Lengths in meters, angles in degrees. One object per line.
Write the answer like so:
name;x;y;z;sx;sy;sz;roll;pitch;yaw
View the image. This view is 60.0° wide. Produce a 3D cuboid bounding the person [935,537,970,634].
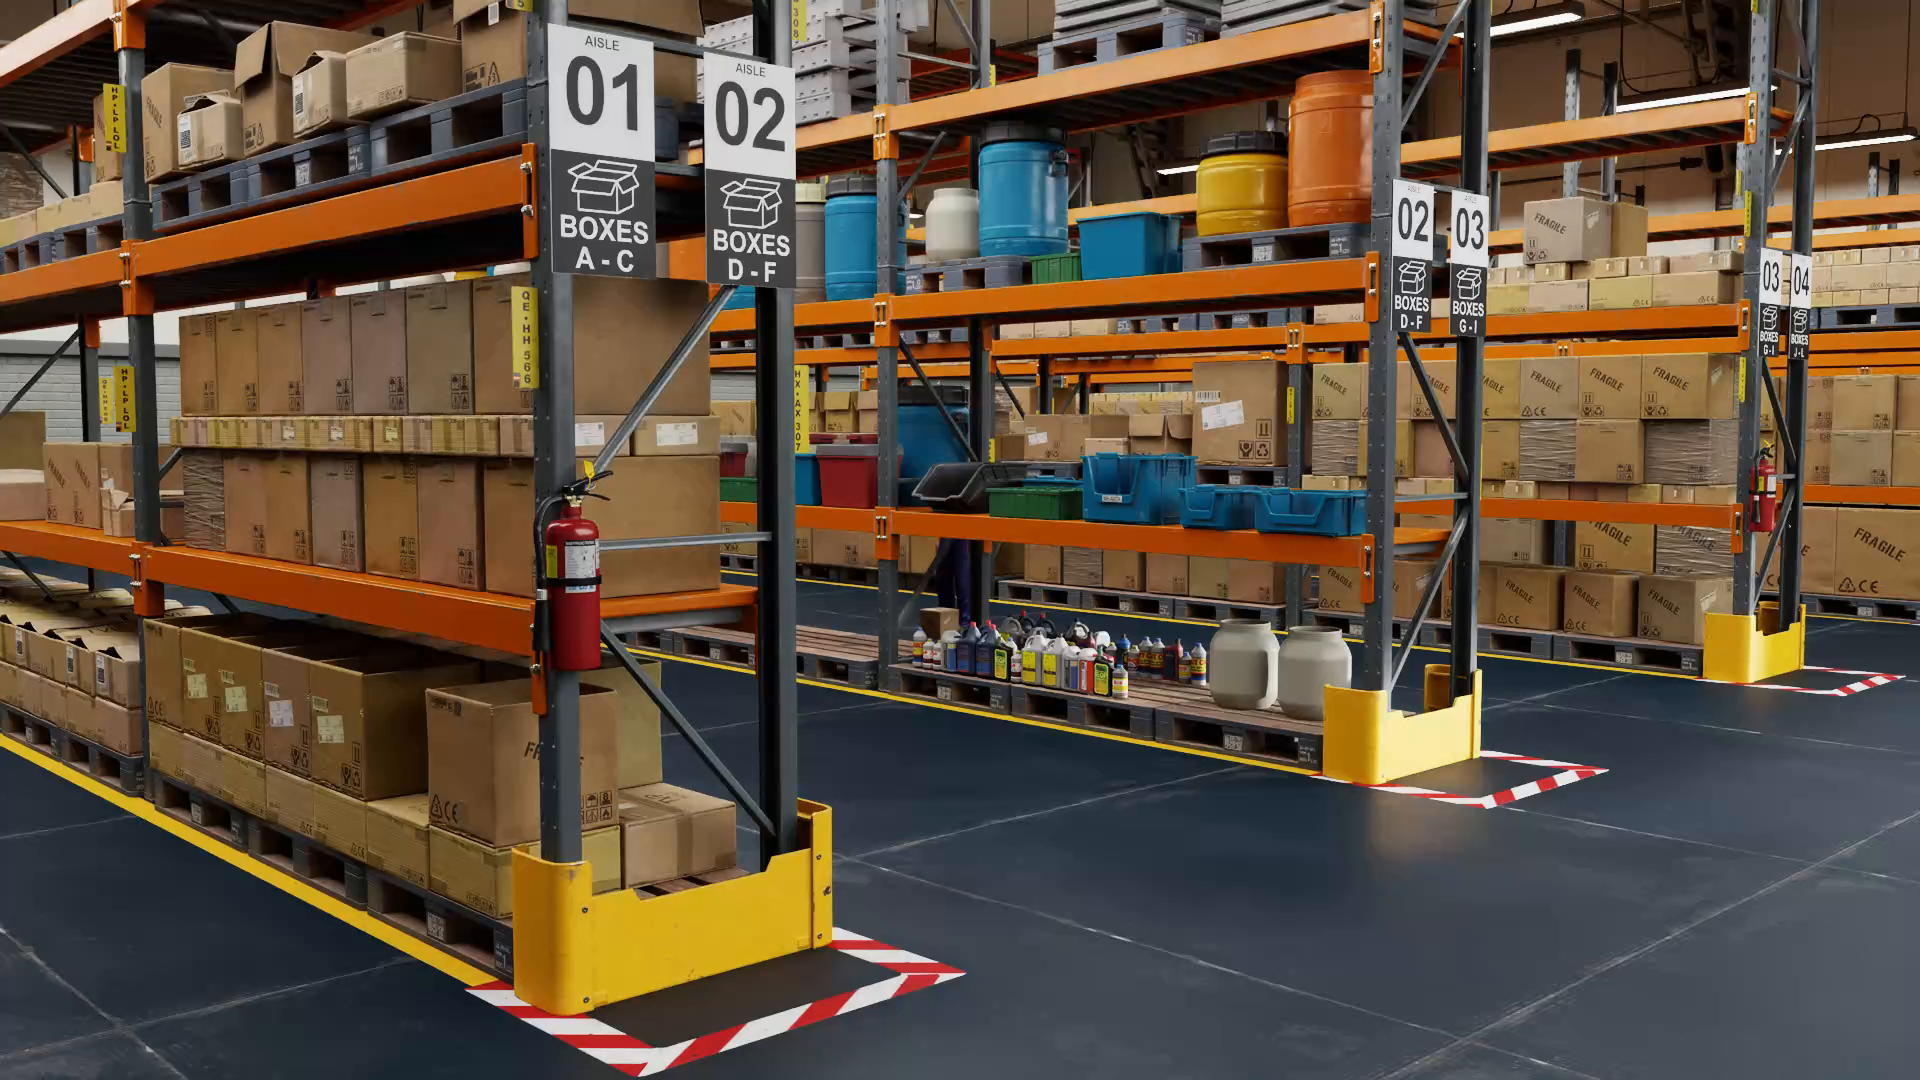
person;-0.041;0.040;15.042;0.549;1.650;0.410;4;6;43
